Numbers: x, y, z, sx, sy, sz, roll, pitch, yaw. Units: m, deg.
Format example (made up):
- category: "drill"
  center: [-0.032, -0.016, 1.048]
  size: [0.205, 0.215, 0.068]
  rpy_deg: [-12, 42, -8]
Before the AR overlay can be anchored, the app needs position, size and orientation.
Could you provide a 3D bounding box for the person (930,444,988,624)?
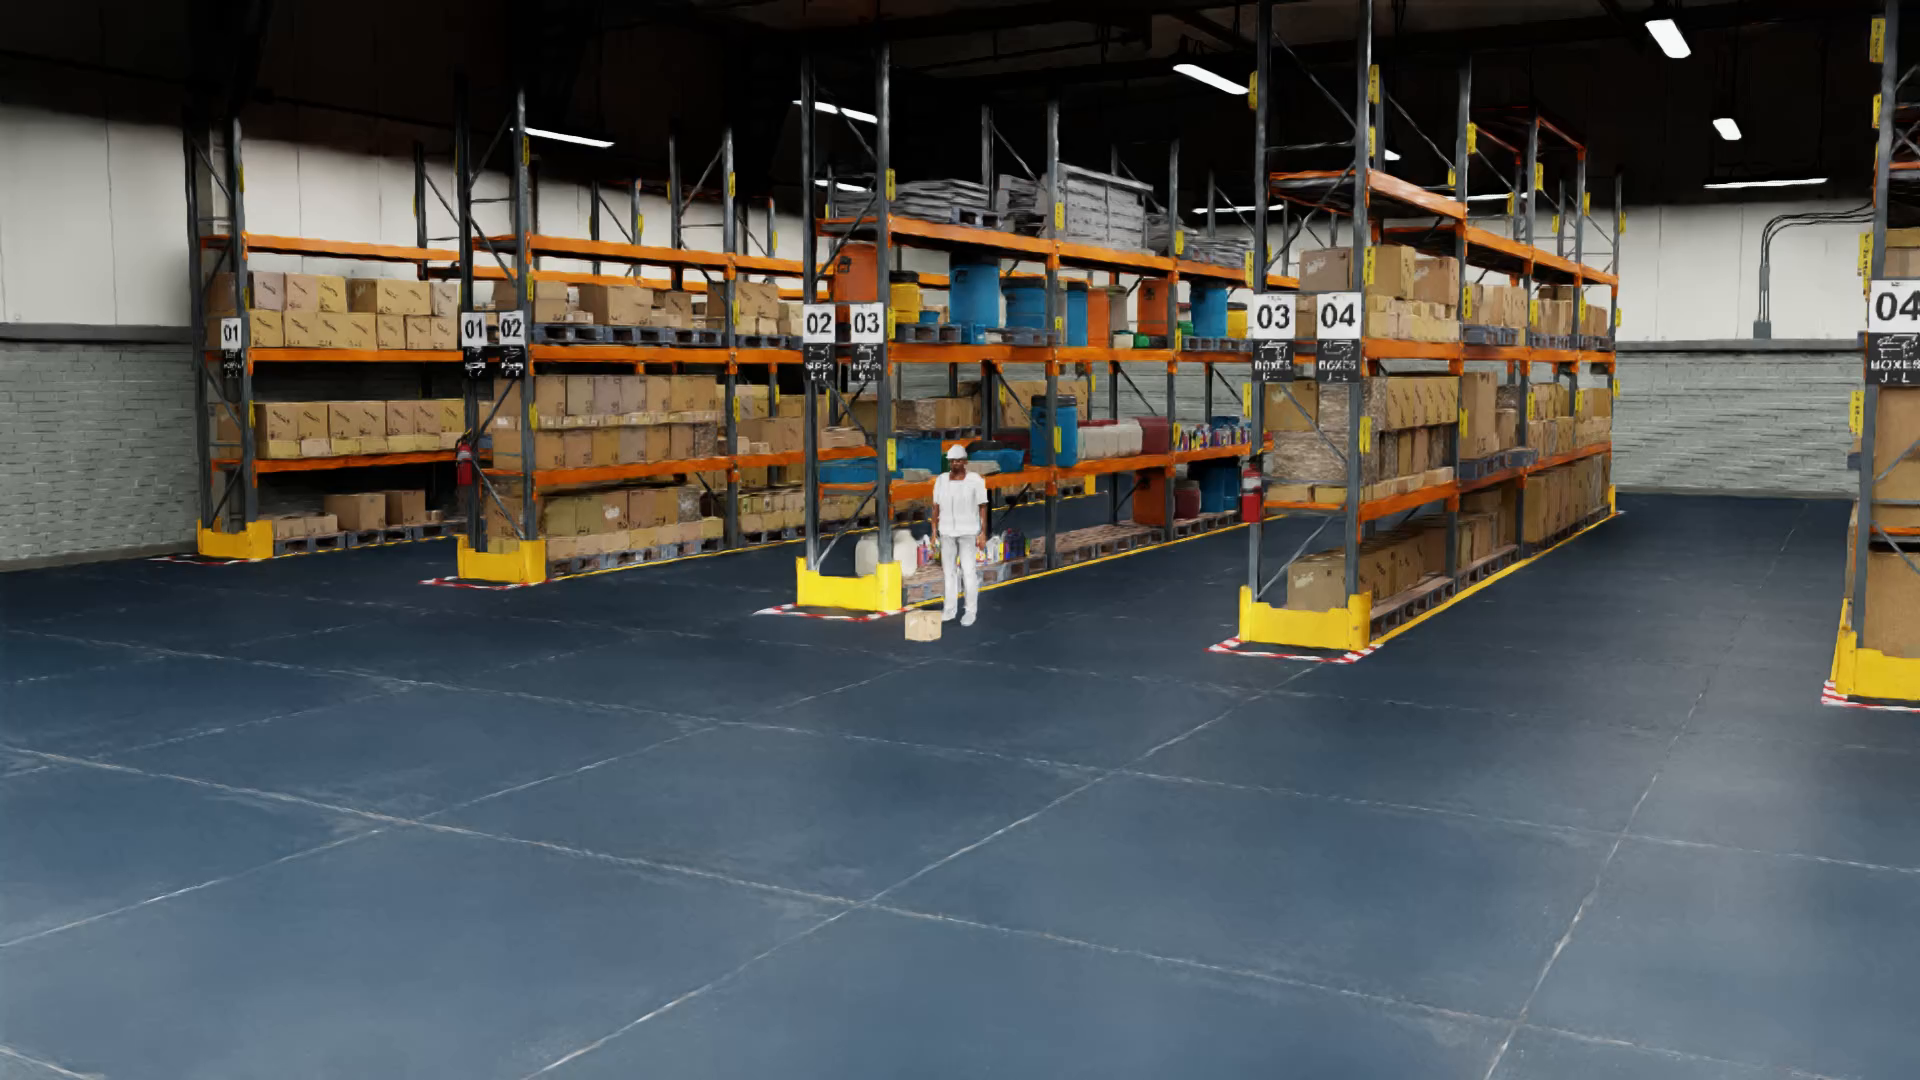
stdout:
- category: "person"
  center: [-0.013, -0.062, 16.544]
  size: [0.584, 1.782, 0.399]
  rpy_deg: [2, 6, 20]
